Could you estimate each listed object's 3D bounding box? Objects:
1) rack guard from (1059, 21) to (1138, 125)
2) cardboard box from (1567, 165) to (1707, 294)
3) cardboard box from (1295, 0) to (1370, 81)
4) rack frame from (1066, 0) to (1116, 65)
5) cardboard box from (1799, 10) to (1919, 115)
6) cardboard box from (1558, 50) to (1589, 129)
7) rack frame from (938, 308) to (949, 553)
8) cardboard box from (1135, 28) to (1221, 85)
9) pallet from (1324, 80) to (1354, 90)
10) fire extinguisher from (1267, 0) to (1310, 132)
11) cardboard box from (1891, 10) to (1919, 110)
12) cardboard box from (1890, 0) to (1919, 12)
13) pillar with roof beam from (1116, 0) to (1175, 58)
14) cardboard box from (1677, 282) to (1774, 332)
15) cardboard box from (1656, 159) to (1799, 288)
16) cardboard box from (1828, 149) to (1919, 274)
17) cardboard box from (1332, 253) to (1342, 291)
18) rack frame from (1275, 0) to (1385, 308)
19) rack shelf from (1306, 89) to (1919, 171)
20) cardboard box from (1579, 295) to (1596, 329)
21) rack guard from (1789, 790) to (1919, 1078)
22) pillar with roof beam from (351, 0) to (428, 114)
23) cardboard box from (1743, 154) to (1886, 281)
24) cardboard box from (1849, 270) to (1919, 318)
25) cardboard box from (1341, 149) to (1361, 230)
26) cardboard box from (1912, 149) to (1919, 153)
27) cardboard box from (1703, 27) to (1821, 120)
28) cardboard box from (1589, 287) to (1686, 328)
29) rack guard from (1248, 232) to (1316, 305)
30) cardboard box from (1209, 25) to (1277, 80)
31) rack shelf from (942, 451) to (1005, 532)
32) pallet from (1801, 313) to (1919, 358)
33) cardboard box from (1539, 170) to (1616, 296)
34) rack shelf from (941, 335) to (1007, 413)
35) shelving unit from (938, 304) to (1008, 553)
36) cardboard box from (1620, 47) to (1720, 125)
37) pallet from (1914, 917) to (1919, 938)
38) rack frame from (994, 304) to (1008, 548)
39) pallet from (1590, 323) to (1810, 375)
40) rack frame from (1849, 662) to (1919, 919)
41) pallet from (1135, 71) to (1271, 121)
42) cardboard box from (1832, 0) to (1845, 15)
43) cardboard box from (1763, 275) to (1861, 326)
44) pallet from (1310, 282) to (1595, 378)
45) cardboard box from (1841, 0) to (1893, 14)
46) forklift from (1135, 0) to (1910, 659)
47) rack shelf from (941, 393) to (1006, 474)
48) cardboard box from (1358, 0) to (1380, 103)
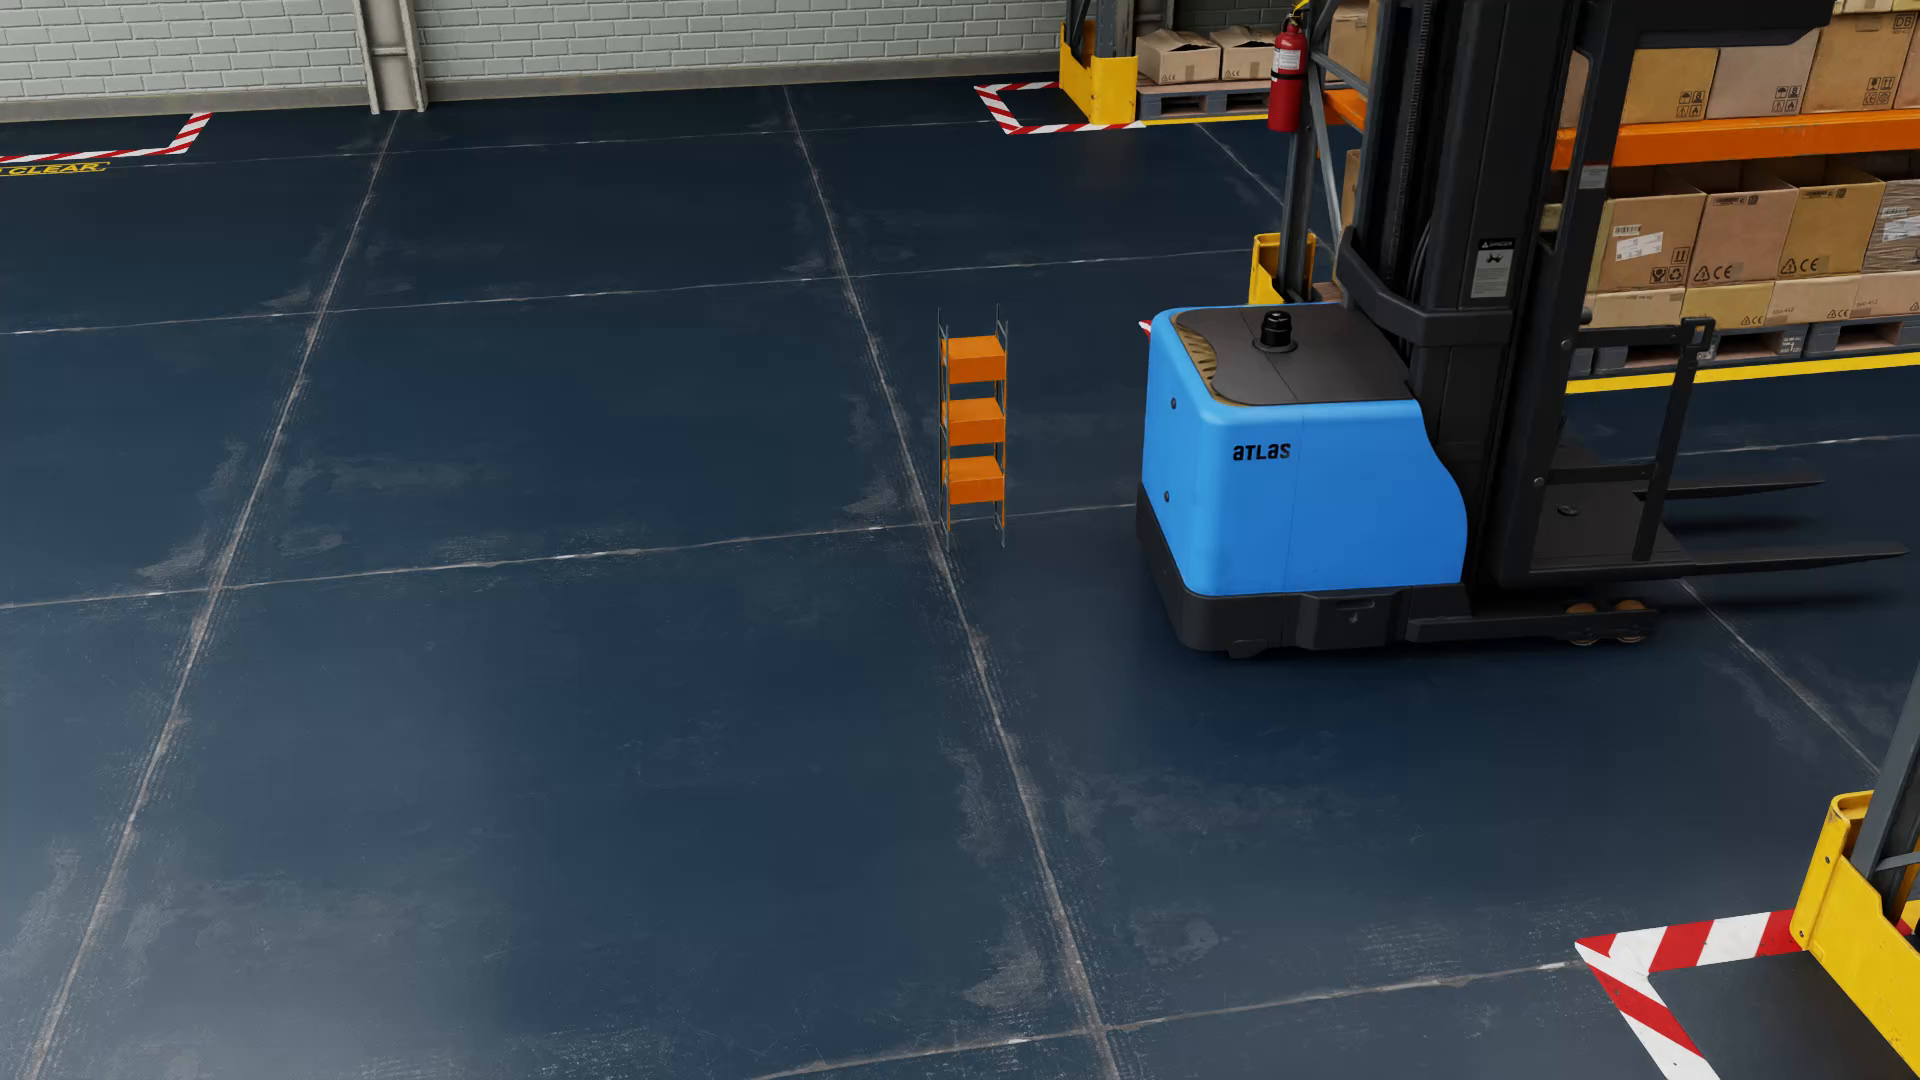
[{"bbox_3d":[1.069,-3.658,12.978,0.348,0.500,1.175,-5,31,-9],"label":"rack guard"},{"bbox_3d":[3.439,-1.615,8.595,0.500,0.500,0.500,-5,31,-9],"label":"cardboard box"},{"bbox_3d":[2.983,-3.953,13.045,0.500,0.500,0.700,-7,31,-12],"label":"cardboard box"},{"bbox_3d":[0.995,-4.728,12.332,0.127,3.000,1.000,-5,31,-9],"label":"rack frame"},{"bbox_3d":[4.378,-2.528,8.492,0.500,0.500,0.700,-5,31,-8],"label":"cardboard box"},{"bbox_3d":[2.868,-2.389,8.254,0.500,0.500,0.700,-5,31,-8],"label":"cardboard box"},{"bbox_3d":[-0.067,-0.446,6.973,0.008,1.050,0.200,-5,31,-9],"label":"rack frame"},{"bbox_3d":[1.691,-3.777,12.933,0.500,0.311,0.500,-9,32,-15],"label":"cardboard box"},{"bbox_3d":[3.072,-3.700,13.333,1.213,0.211,1.003,-5,31,-9],"label":"pallet"},{"bbox_3d":[1.691,-2.446,8.528,0.183,0.674,0.296,-5,31,-9],"label":"fire extinguisher"},{"bbox_3d":[4.872,-2.572,8.566,0.500,0.500,0.700,-6,31,-9],"label":"cardboard box"},{"bbox_3d":[4.595,-2.723,8.183,0.250,0.149,0.380,-5,31,-9],"label":"cardboard box"},{"bbox_3d":[2.303,-5.663,8.003,0.400,9.000,9.100,-5,31,-9],"label":"pillar with roof beam"},{"bbox_3d":[3.934,-1.329,8.849,0.500,0.250,0.500,-5,31,-9],"label":"cardboard box"},{"bbox_3d":[3.934,-1.652,8.658,0.500,0.500,0.500,-5,31,-9],"label":"cardboard box"},{"bbox_3d":[4.914,-1.752,8.829,0.500,0.500,0.500,-5,31,-9],"label":"cardboard box"},{"bbox_3d":[2.365,-1.451,9.057,0.500,0.250,0.500,-5,31,-9],"label":"cardboard box"},{"bbox_3d":[1.891,-2.259,8.132,0.127,3.000,1.000,-5,31,-9],"label":"rack frame"},{"bbox_3d":[3.858,-2.131,8.625,4.000,0.370,1.077,-5,31,-9],"label":"rack shelf"},{"bbox_3d":[2.949,-1.240,8.698,0.500,0.250,0.500,-5,31,-9],"label":"cardboard box"},{"bbox_3d":[2.845,1.258,4.617,0.348,0.500,1.175,-5,31,-9],"label":"rack guard"},{"bbox_3d":[-3.599,-5.115,7.072,0.400,9.000,9.100,-5,31,-9],"label":"pillar with roof beam"},{"bbox_3d":[4.423,-1.704,8.748,0.500,0.500,0.500,-5,31,-9],"label":"cardboard box"},{"bbox_3d":[4.915,-1.428,9.017,0.500,0.250,0.500,-5,31,-9],"label":"cardboard box"},{"bbox_3d":[2.365,-1.775,8.868,0.500,0.500,0.500,-5,31,-9],"label":"cardboard box"},{"bbox_3d":[5.313,-2.057,9.347,0.500,0.500,0.500,-5,31,-9],"label":"cardboard box"},{"bbox_3d":[3.874,-2.481,8.411,0.500,0.500,0.700,-4,31,-7],"label":"cardboard box"},{"bbox_3d":[3.441,-1.286,8.776,0.500,0.250,0.500,-5,31,-9],"label":"cardboard box"},{"bbox_3d":[1.867,-1.179,8.762,0.348,0.500,1.175,-5,31,-9],"label":"rack guard"},{"bbox_3d":[2.252,-3.829,13.022,0.500,0.311,0.500,-3,31,-5],"label":"cardboard box"},{"bbox_3d":[0.053,-0.209,7.138,0.240,0.259,0.215,-5,31,-9],"label":"rack shelf"},{"bbox_3d":[5.035,-1.370,9.372,1.213,0.211,1.003,-5,31,-9],"label":"pallet"},{"bbox_3d":[2.950,-1.563,8.507,0.500,0.500,0.500,-5,31,-9],"label":"cardboard box"},{"bbox_3d":[0.053,-0.693,6.854,0.240,0.259,0.215,-5,31,-9],"label":"rack shelf"},{"bbox_3d":[0.053,-0.457,6.992,0.252,1.050,0.215,-5,31,-9],"label":"shelving unit"},{"bbox_3d":[3.357,-2.431,8.326,0.500,0.500,0.700,-5,31,-9],"label":"cardboard box"},{"bbox_3d":[3.645,1.311,4.812,1.213,0.211,1.003,-5,31,-9],"label":"pallet"},{"bbox_3d":[0.173,-0.469,7.011,0.008,1.050,0.200,-5,31,-9],"label":"rack frame"},{"bbox_3d":[3.833,-1.257,9.180,1.213,0.211,1.003,-5,31,-9],"label":"pallet"},{"bbox_3d":[2.779,0.211,3.932,0.127,3.000,1.000,-5,31,-9],"label":"rack frame"},{"bbox_3d":[1.875,-3.590,13.147,1.213,0.211,1.003,-5,31,-9],"label":"pallet"},{"bbox_3d":[4.086,-2.674,8.100,0.250,0.149,0.380,-4,31,-7],"label":"cardboard box"},{"bbox_3d":[4.426,-1.375,8.927,0.500,0.250,0.500,-5,31,-9],"label":"cardboard box"},{"bbox_3d":[2.635,-1.148,8.993,1.213,0.211,1.003,-5,31,-9],"label":"pallet"},{"bbox_3d":[4.347,-2.700,8.144,0.250,0.149,0.380,-4,31,-7],"label":"cardboard box"},{"bbox_3d":[2.309,-1.113,6.251,3.031,2.935,1.130,-3,31,-5],"label":"forklift"},{"bbox_3d":[0.053,-0.448,6.998,0.240,0.259,0.215,-5,31,-9],"label":"rack shelf"},{"bbox_3d":[2.352,-2.338,8.169,0.500,0.500,0.700,-5,31,-9],"label":"cardboard box"}]
